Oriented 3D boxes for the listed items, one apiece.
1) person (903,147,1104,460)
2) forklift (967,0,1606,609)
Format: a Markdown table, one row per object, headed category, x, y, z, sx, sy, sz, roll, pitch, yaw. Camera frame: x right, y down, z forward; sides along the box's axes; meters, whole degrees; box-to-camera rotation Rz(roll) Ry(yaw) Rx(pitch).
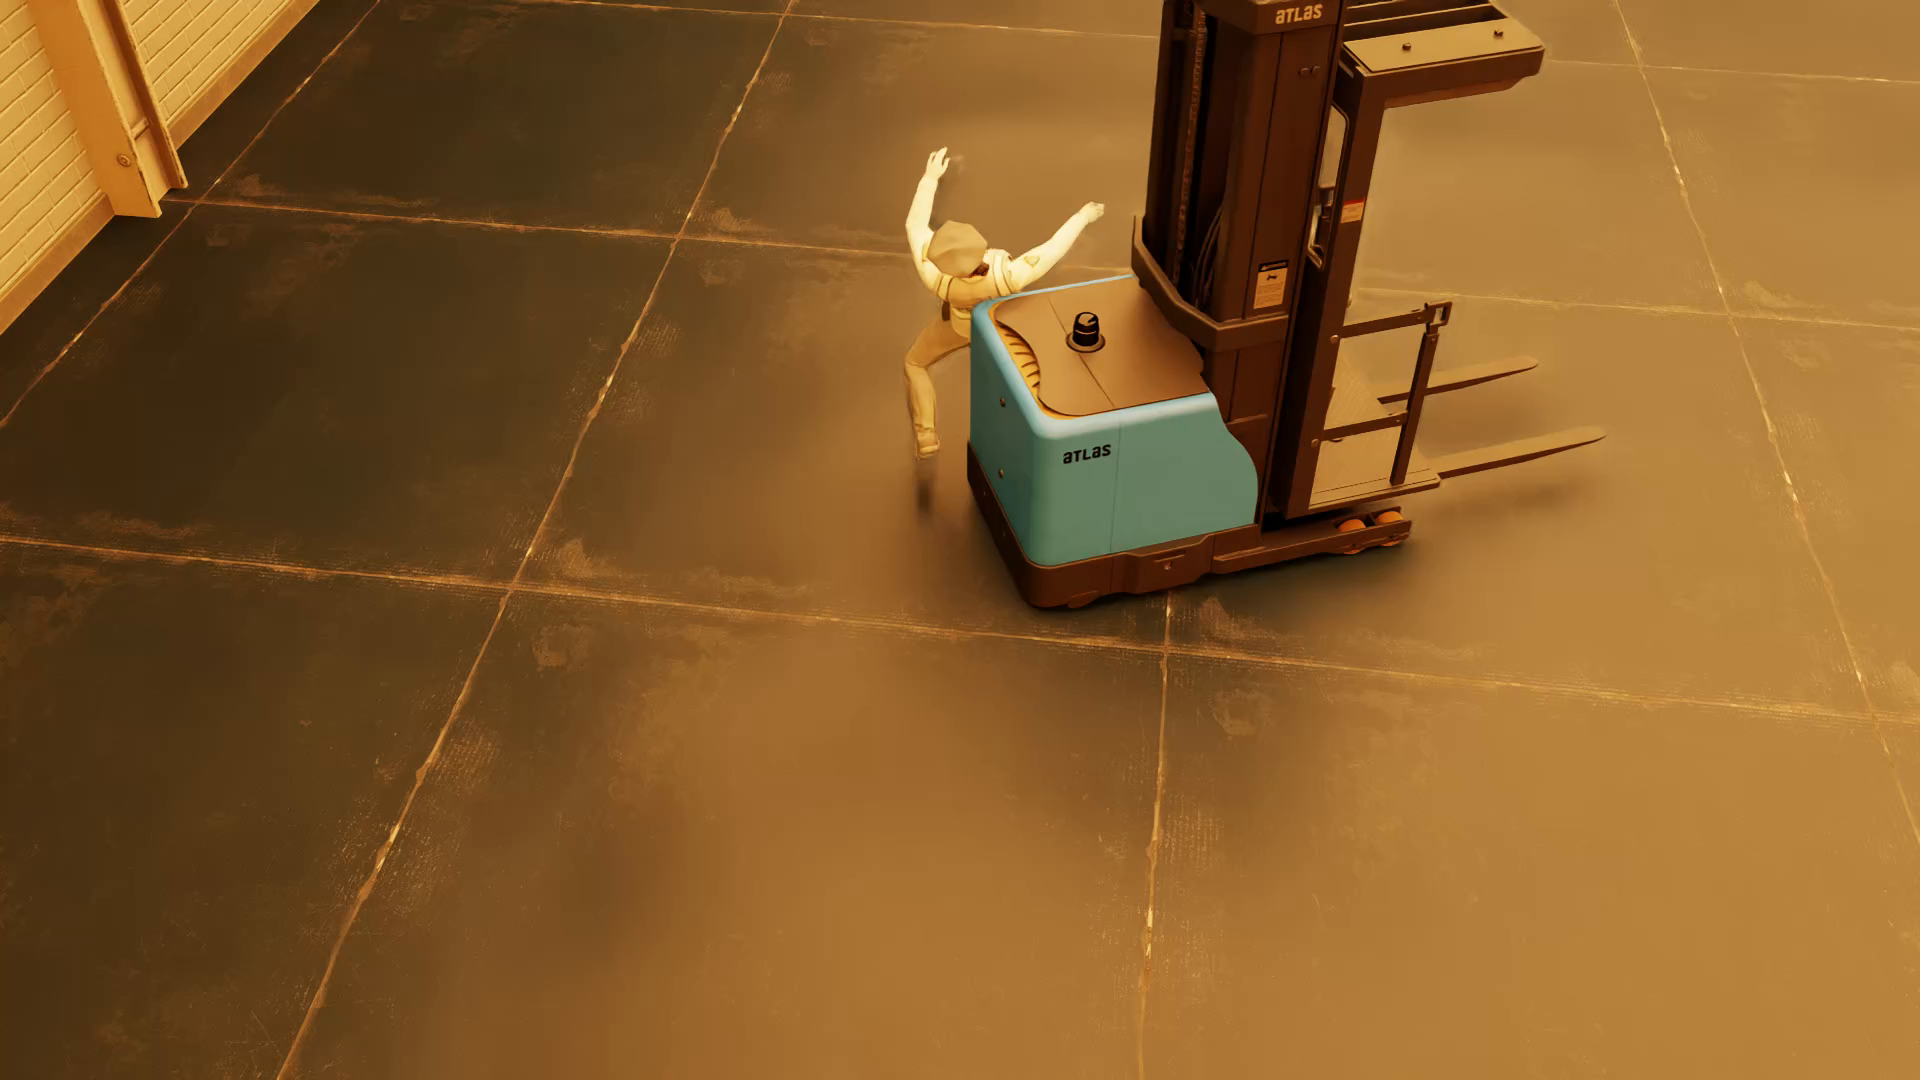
| category | x | y | z | sx | sy | sz | roll | pitch | yaw |
| --- | --- | --- | --- | --- | --- | --- | --- | --- | --- |
| person | 0.236 | -1.048 | 7.881 | 0.979 | 1.501 | 0.708 | -7 | 43 | -8 |
| forklift | 1.610 | -1.344 | 7.188 | 3.031 | 2.935 | 1.130 | -12 | 44 | -12 |
